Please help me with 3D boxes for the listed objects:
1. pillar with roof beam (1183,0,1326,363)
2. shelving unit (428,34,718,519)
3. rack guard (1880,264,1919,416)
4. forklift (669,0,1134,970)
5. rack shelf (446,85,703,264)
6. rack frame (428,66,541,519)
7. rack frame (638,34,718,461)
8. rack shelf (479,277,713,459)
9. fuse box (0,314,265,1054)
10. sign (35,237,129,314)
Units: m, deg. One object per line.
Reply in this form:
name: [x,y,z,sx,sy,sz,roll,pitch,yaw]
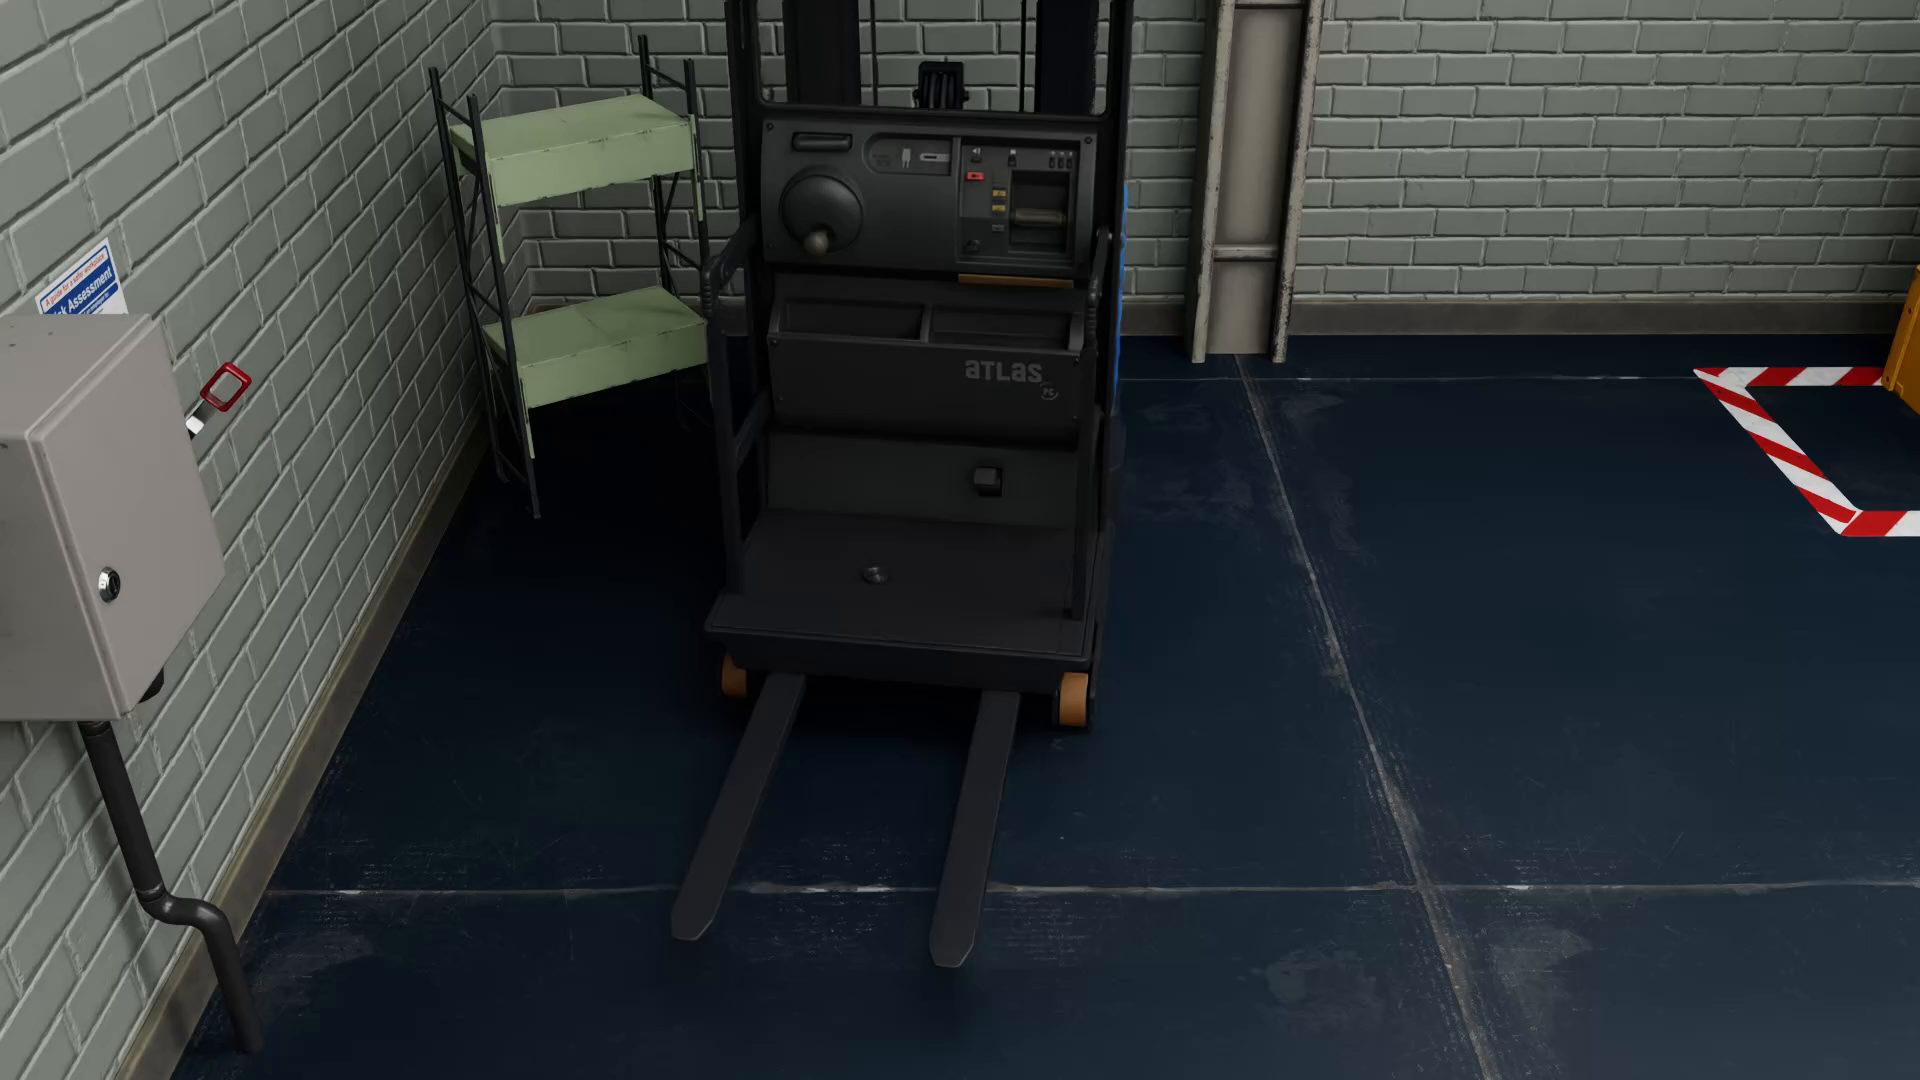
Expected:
pillar with roof beam: [1.192,-2.439,1.095,0.400,9.000,9.100,0,31,0]
shelving unit: [-1.296,-0.909,5.802,0.755,1.500,0.431,-19,36,-28]
rack guard: [3.944,-0.580,6.224,0.348,0.500,1.175,0,31,0]
forklift: [-0.120,-0.902,4.412,1.130,2.935,3.031,4,31,7]
rack shelf: [-1.296,-1.242,5.599,0.720,0.370,0.431,-19,36,-28]
rack frame: [-1.602,-0.804,5.629,0.023,1.500,0.400,-19,36,-28]
rack frame: [-0.991,-1.013,5.974,0.023,1.500,0.400,-19,36,-28]
rack shelf: [-1.296,-0.630,5.971,0.720,0.370,0.431,-19,36,-28]
fuse box: [-1.604,0.417,3.414,0.414,1.711,0.539,0,31,0]
sign: [-1.814,-0.349,3.525,0.001,0.494,0.329,0,31,0]
